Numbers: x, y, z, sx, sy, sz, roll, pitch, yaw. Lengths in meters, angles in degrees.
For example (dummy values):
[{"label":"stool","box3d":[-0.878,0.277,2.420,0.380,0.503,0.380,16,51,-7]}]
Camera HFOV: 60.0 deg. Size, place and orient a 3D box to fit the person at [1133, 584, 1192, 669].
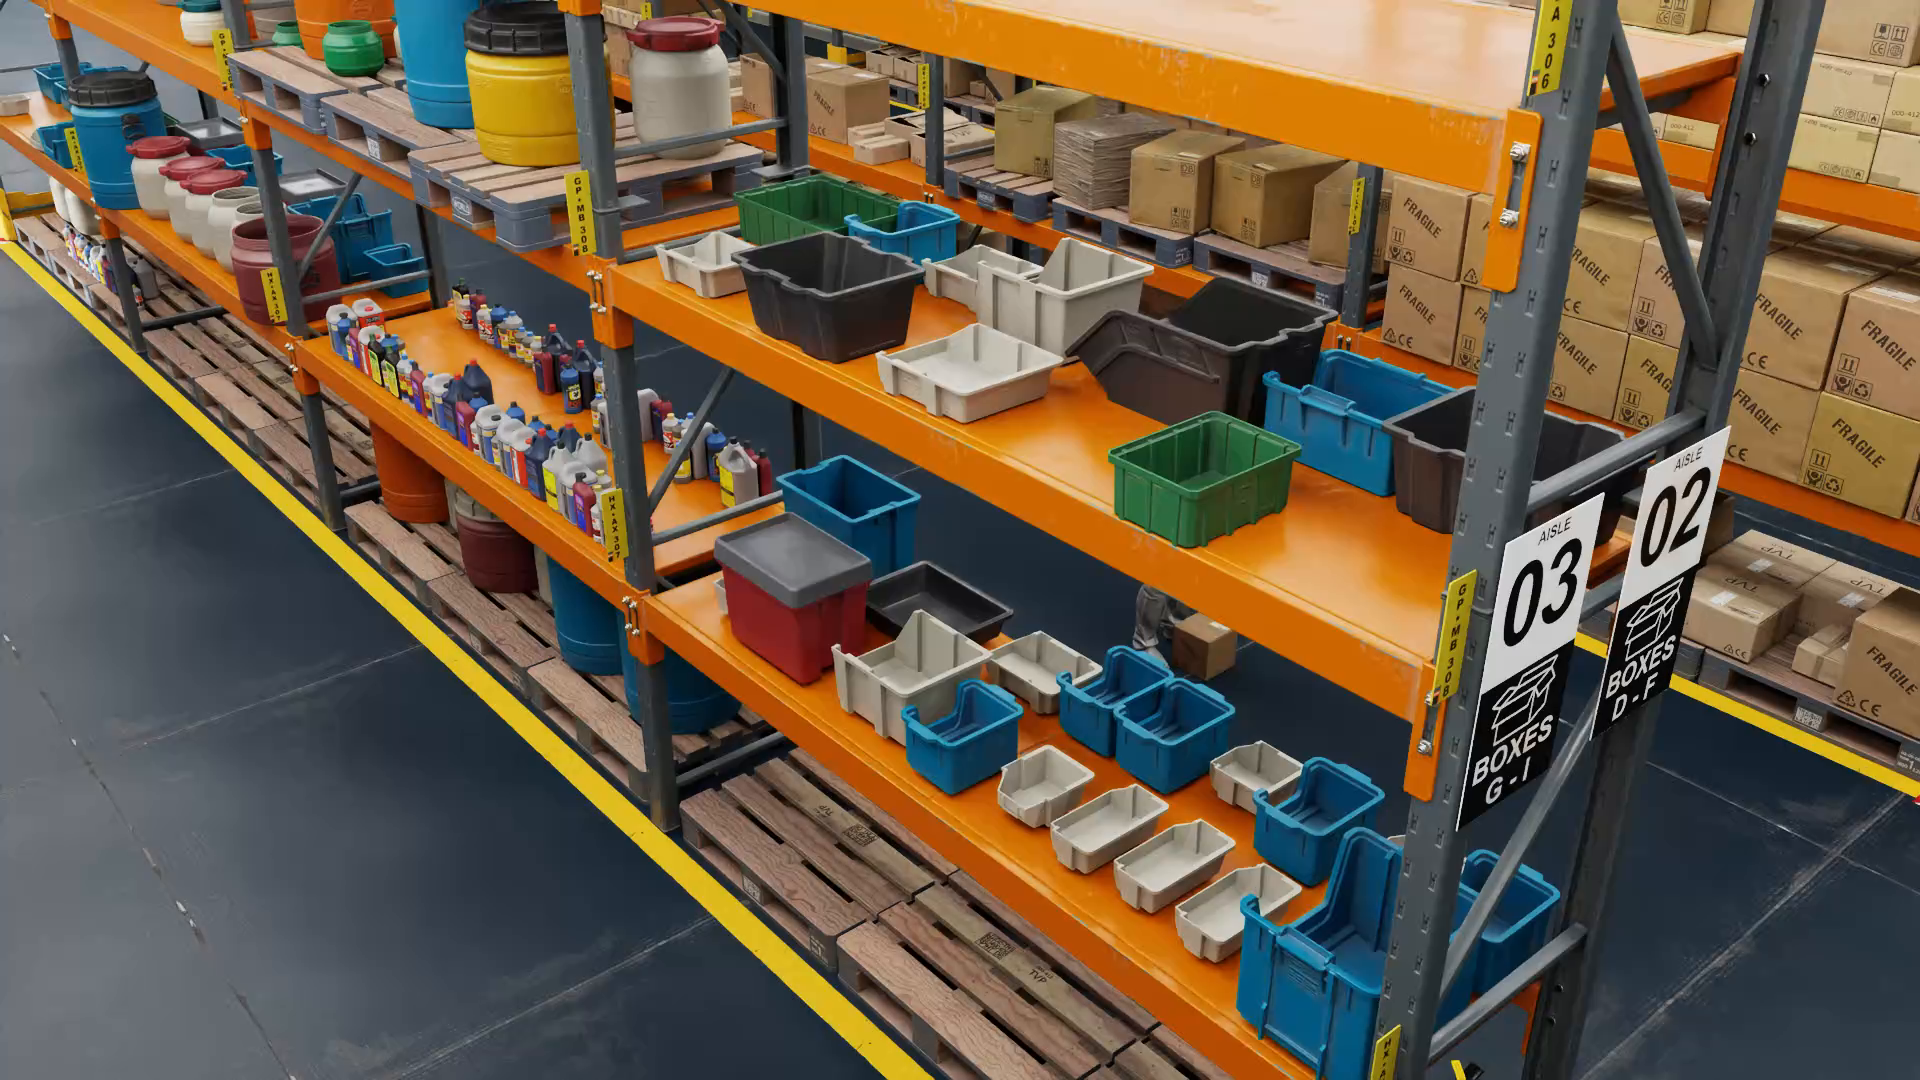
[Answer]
[{"label":"person","box3d":[1.192,-0.166,8.914,0.638,1.761,0.459,-23,36,-36]}]
